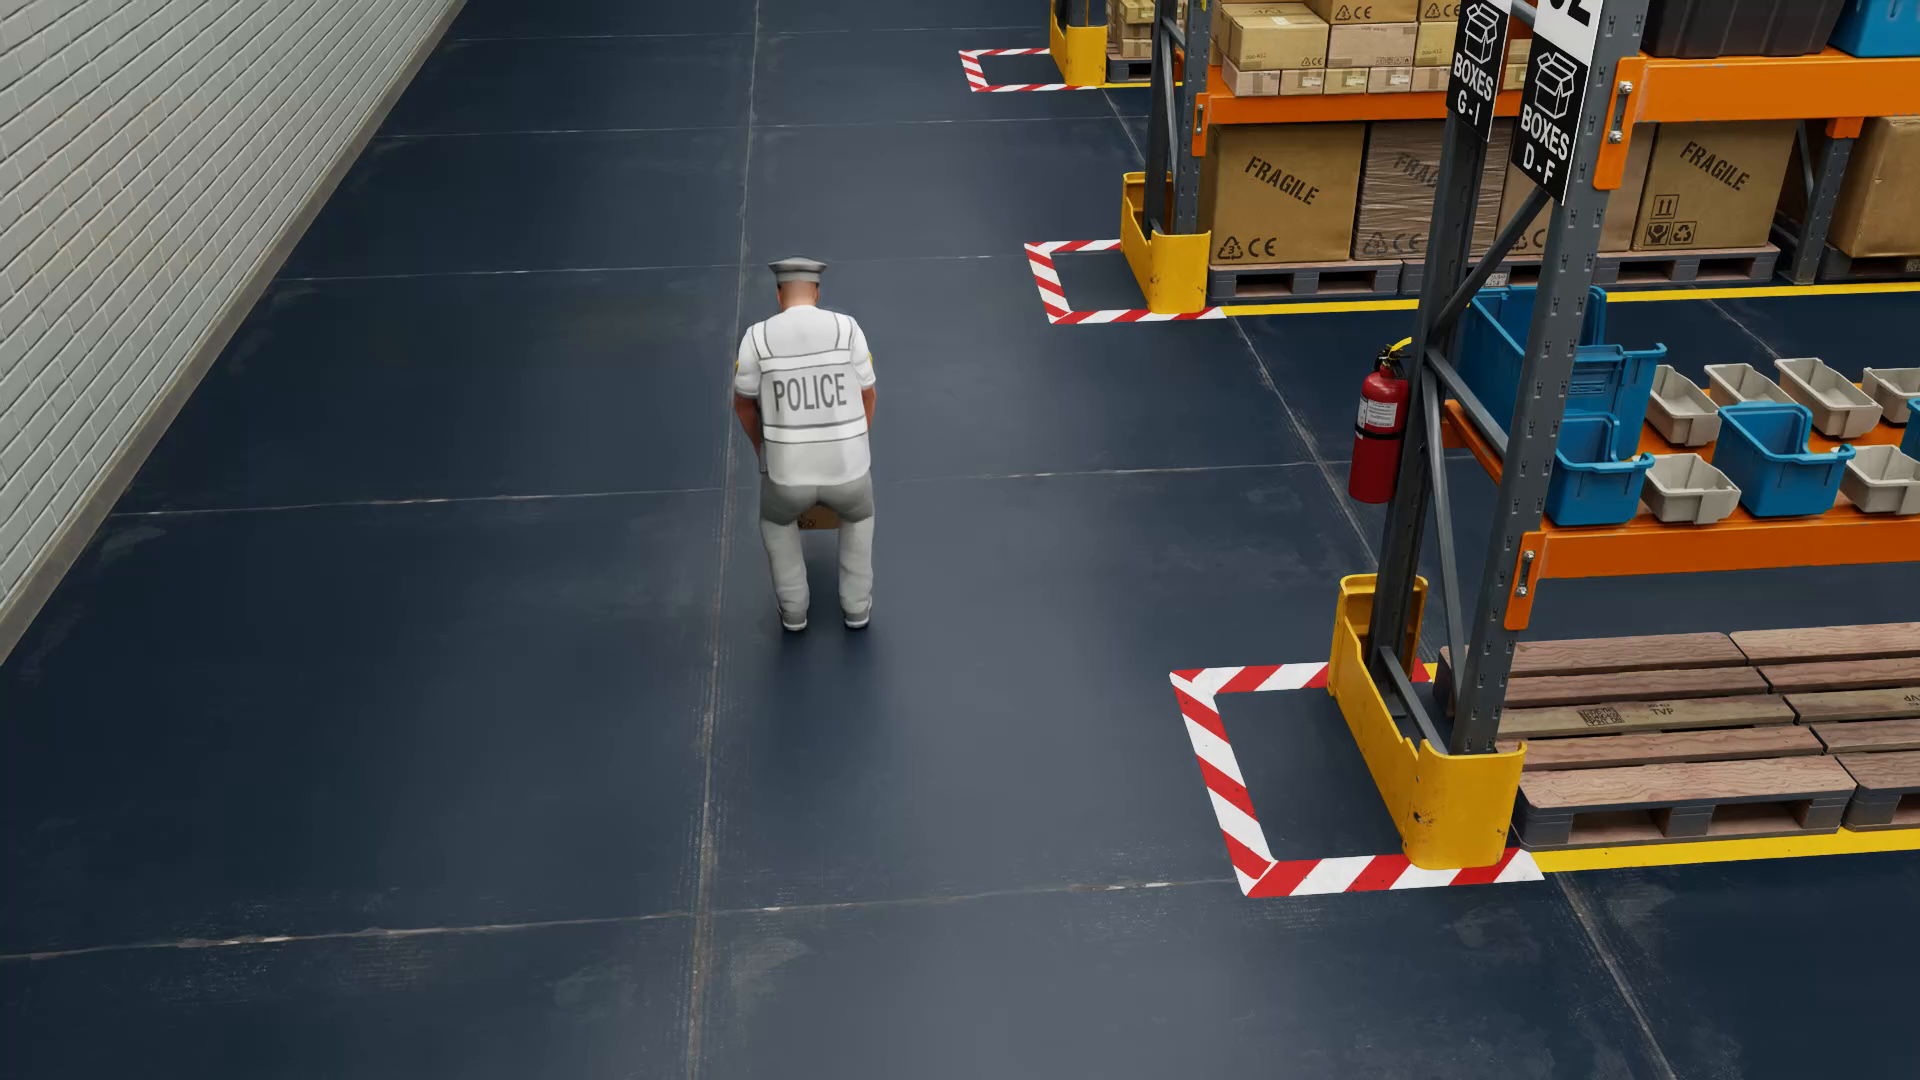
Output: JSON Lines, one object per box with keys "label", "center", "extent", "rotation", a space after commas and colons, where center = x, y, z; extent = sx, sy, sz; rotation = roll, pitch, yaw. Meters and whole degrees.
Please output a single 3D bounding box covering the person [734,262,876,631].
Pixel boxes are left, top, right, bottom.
{"label": "person", "center": [-0.635, -0.361, 6.939], "extent": [0.586, 1.548, 0.706], "rotation": [-2, 31, -4]}
